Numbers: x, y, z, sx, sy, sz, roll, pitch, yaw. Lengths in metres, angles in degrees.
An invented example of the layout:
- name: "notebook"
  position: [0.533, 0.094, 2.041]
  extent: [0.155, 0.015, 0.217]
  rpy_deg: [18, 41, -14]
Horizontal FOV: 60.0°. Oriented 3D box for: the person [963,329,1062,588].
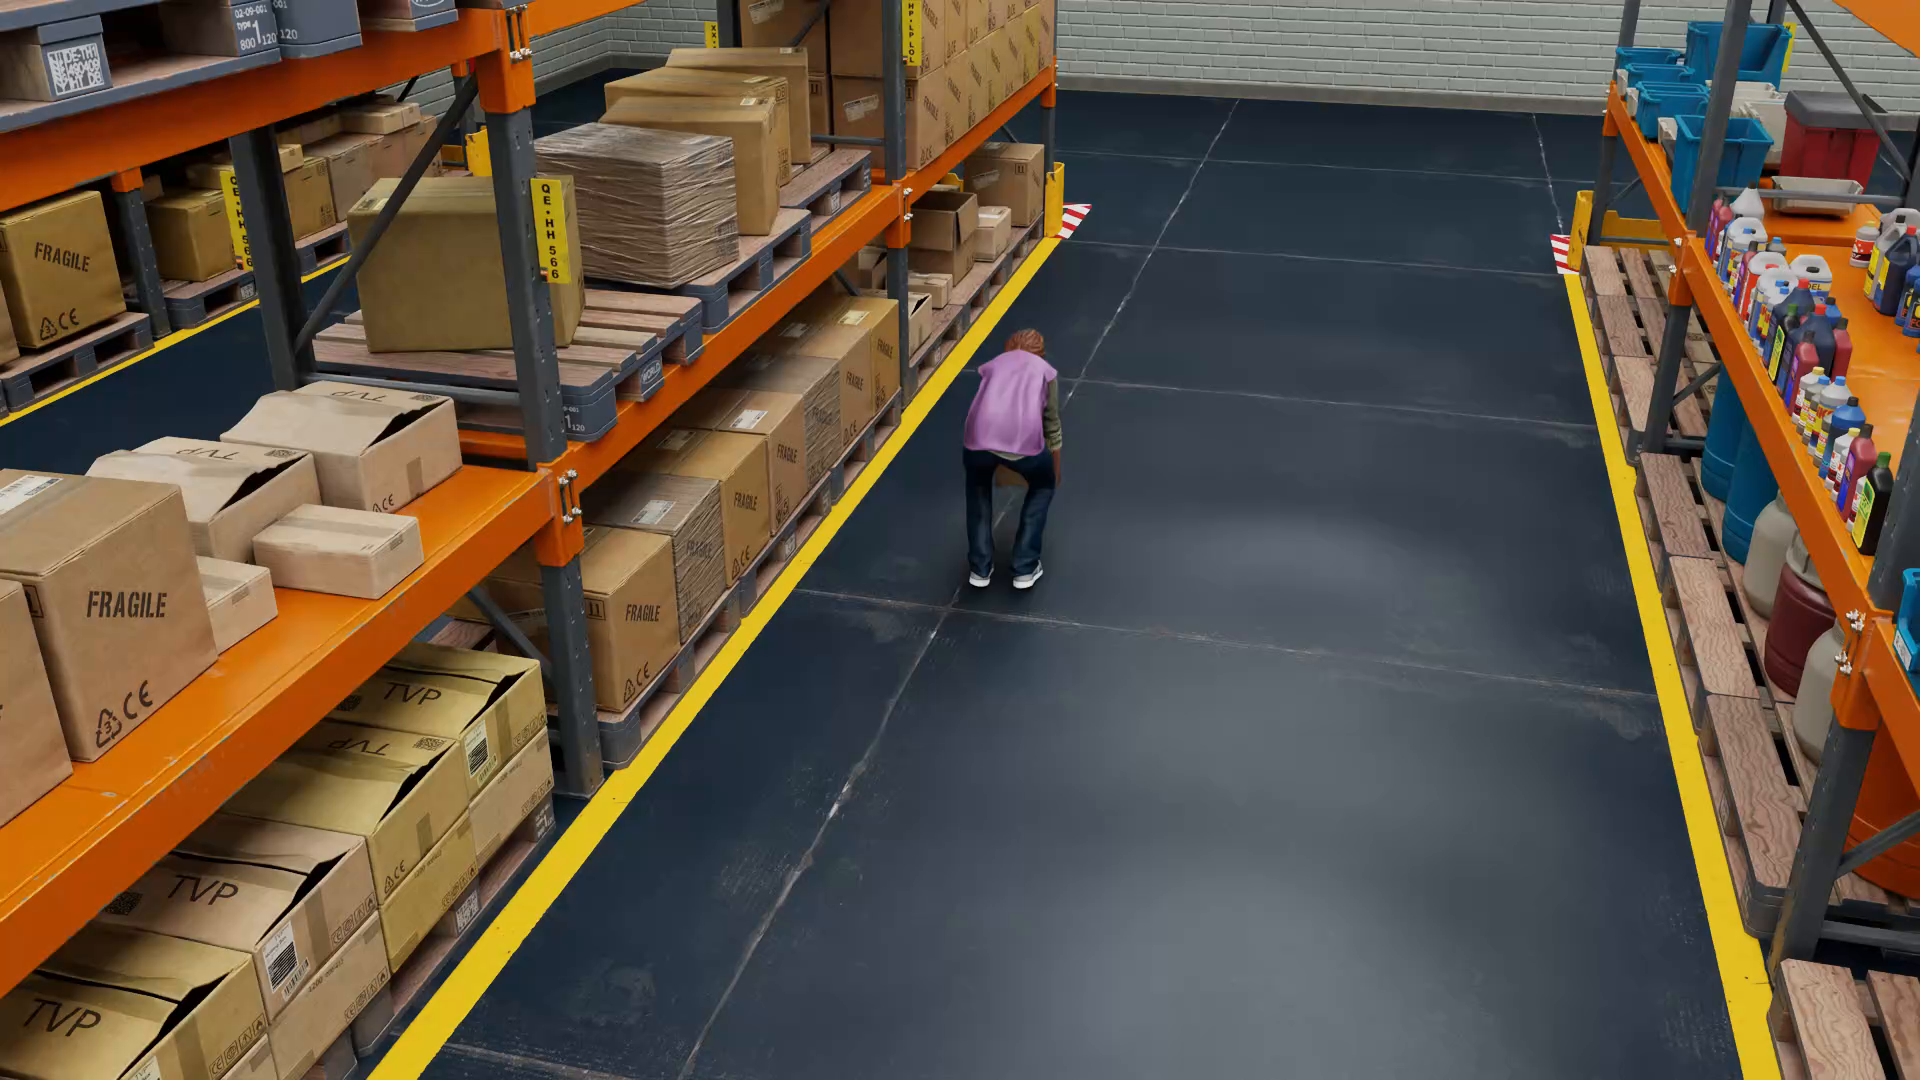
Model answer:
- name: "person"
  position: [0.240, -0.342, 7.505]
  extent: [0.410, 1.016, 0.855]
  rpy_deg: [5, 26, 11]
